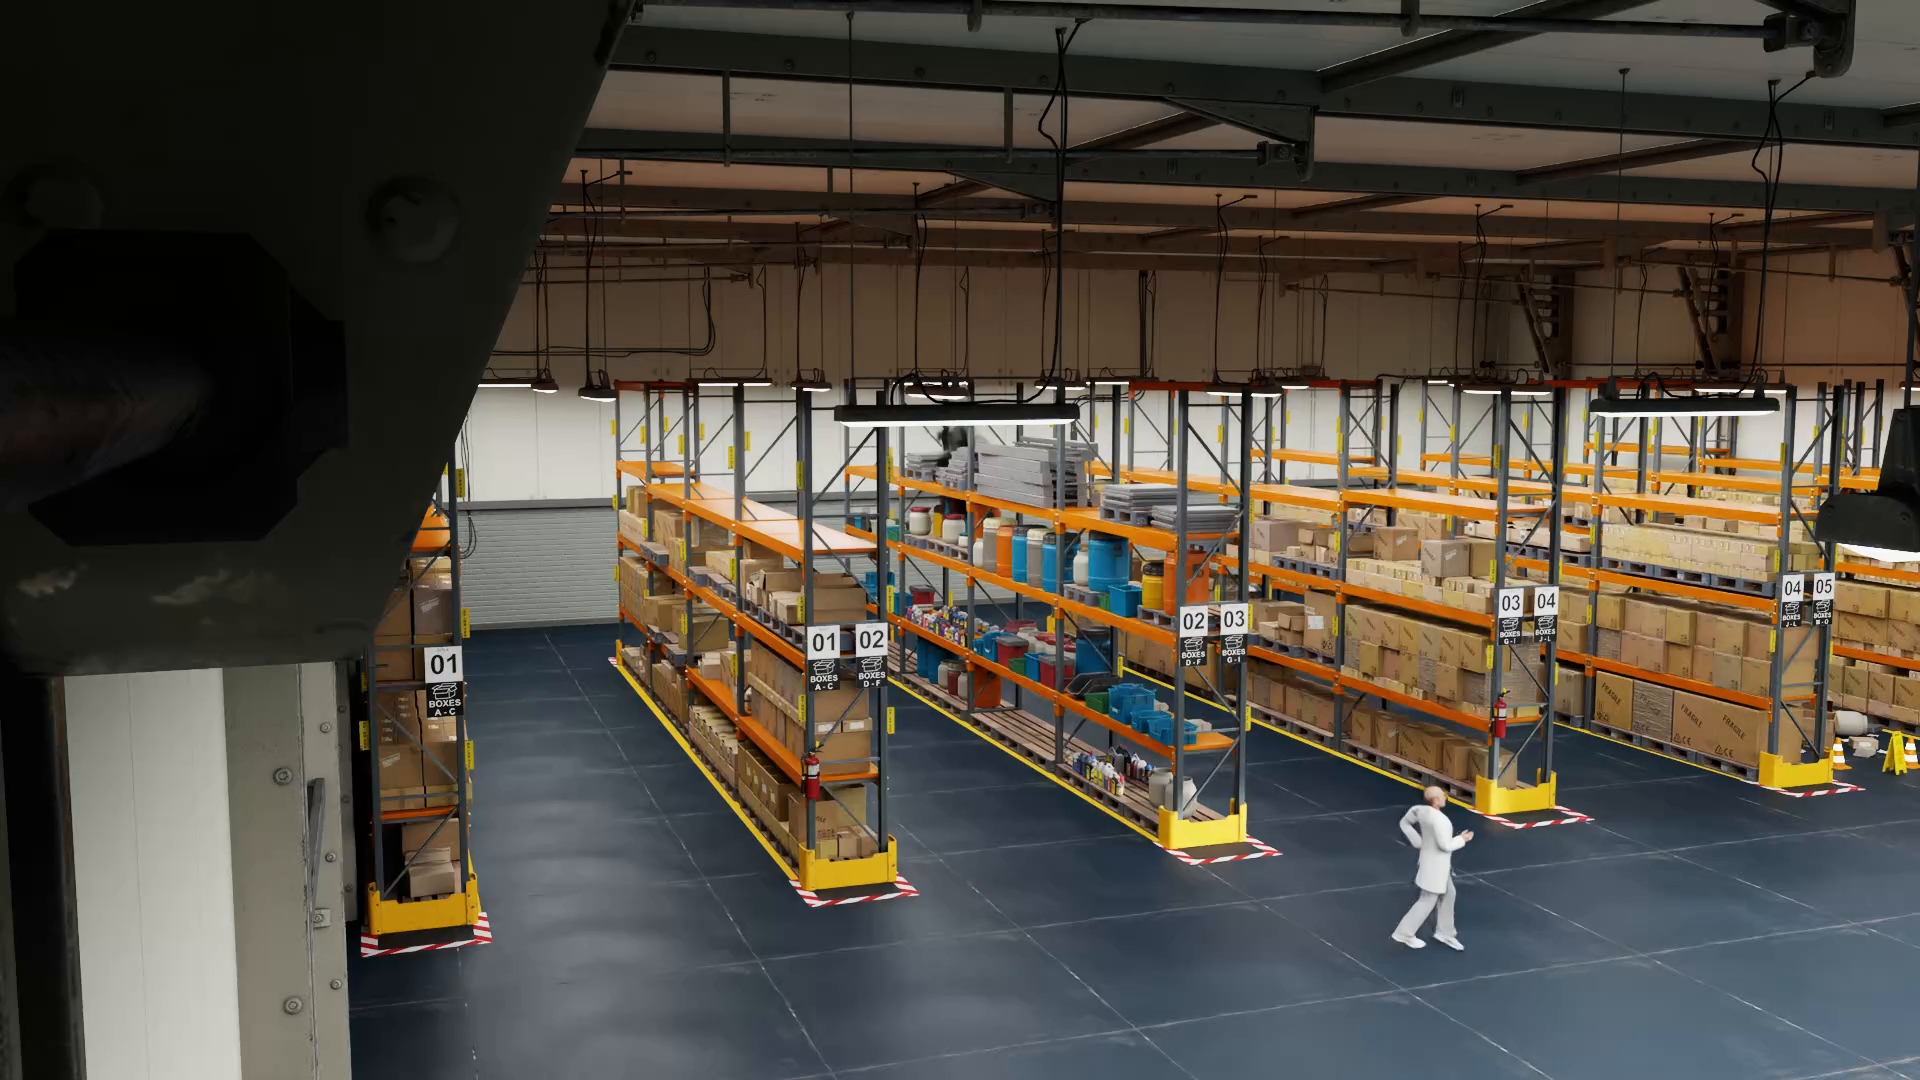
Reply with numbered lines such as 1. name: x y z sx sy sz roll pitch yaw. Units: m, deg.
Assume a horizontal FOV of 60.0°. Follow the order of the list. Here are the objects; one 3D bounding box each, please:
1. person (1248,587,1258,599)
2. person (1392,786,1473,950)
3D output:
1. person: 6.068 1.826 34.534 0.696 1.718 0.603 -3 7 -24
2. person: 5.072 3.551 17.885 0.842 1.838 0.692 0 6 0
